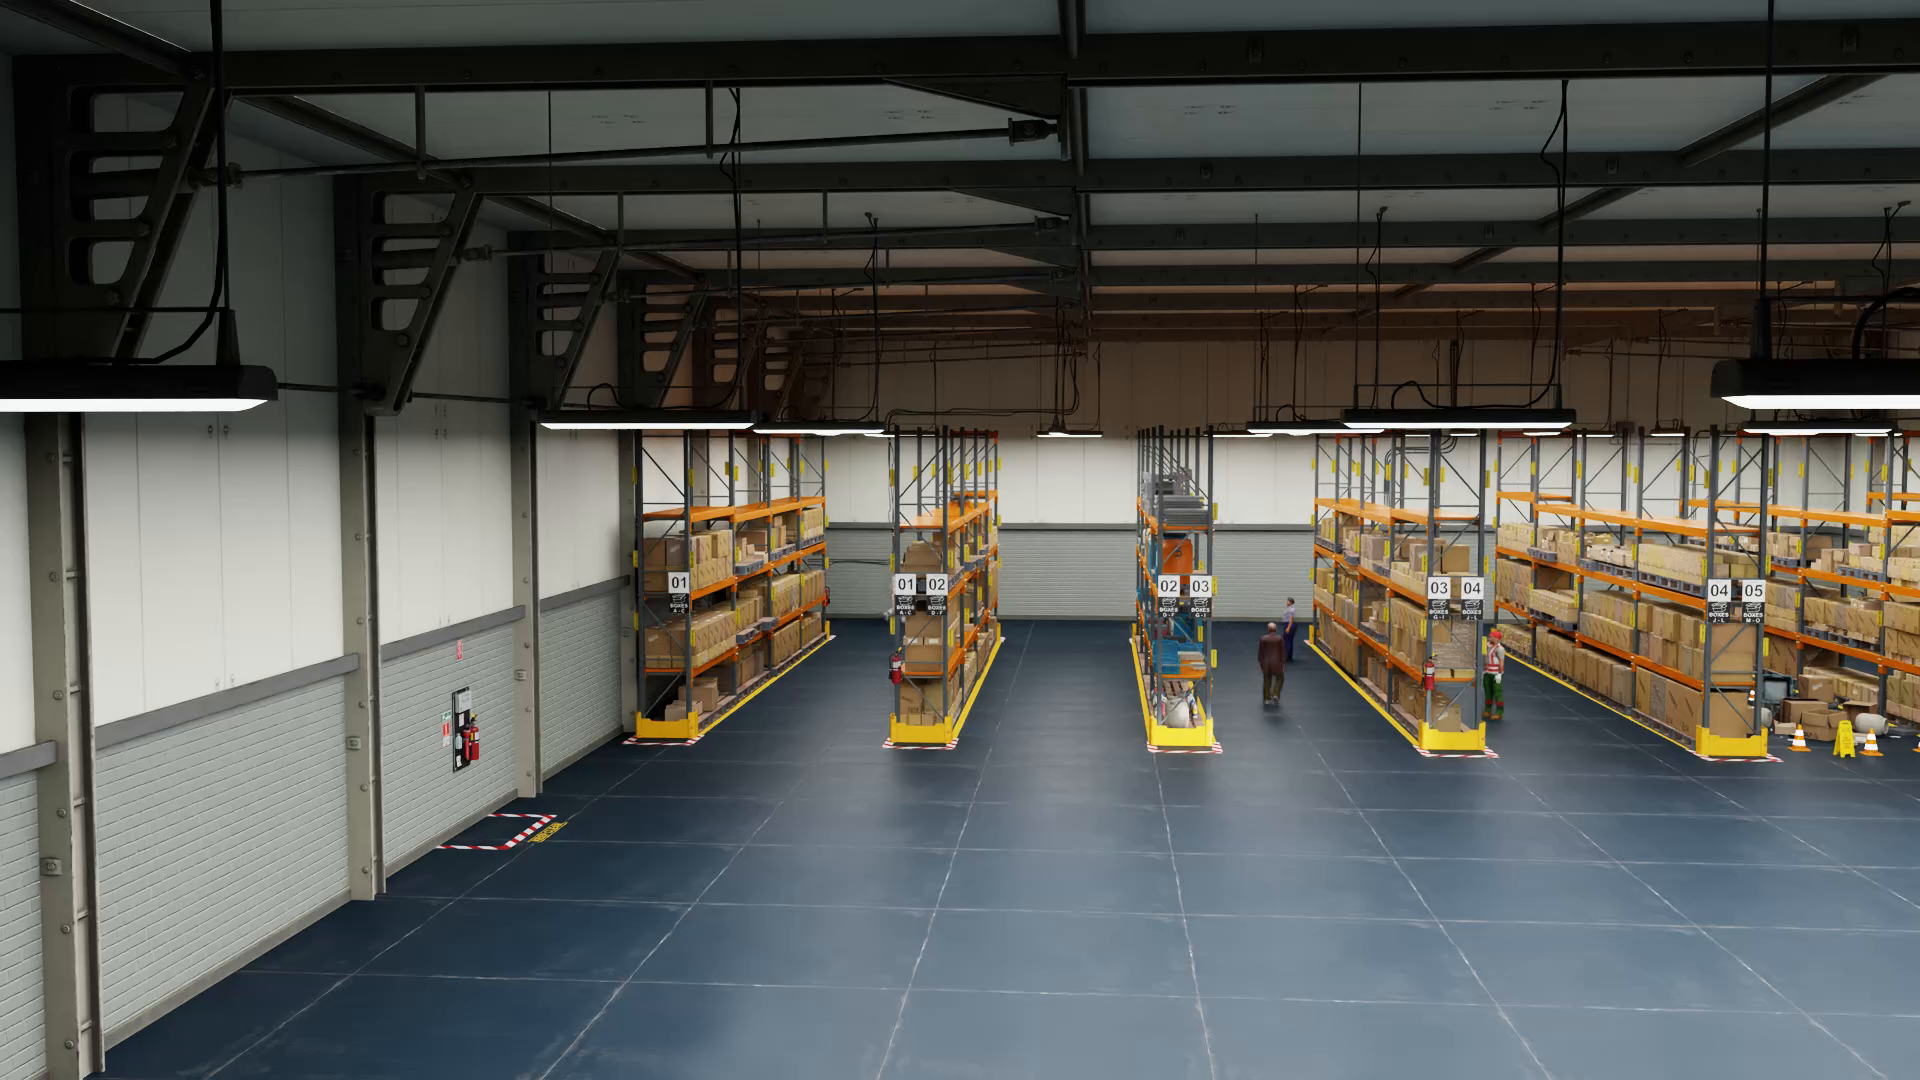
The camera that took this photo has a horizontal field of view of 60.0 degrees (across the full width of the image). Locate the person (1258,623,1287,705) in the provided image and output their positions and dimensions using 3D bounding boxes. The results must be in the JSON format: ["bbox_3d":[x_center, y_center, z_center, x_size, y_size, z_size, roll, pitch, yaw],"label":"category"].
[{"bbox_3d":[6.742,2.690,35.893,0.626,1.832,0.521,2,4,31],"label":"person"}]

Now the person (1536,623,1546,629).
[{"bbox_3d":[16.353,2.107,47.080,0.916,1.544,0.486,2,4,33],"label":"person"}]

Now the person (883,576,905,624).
[{"bbox_3d":[-1.959,1.729,51.844,0.852,1.749,0.616,1,4,21],"label":"person"}]

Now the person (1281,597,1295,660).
[{"bbox_3d":[8.505,2.307,43.255,0.420,1.654,0.553,1,3,12],"label":"person"}]

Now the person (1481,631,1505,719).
[{"bbox_3d":[10.969,2.760,34.221,0.402,1.795,0.592,-2,4,-25],"label":"person"}]
